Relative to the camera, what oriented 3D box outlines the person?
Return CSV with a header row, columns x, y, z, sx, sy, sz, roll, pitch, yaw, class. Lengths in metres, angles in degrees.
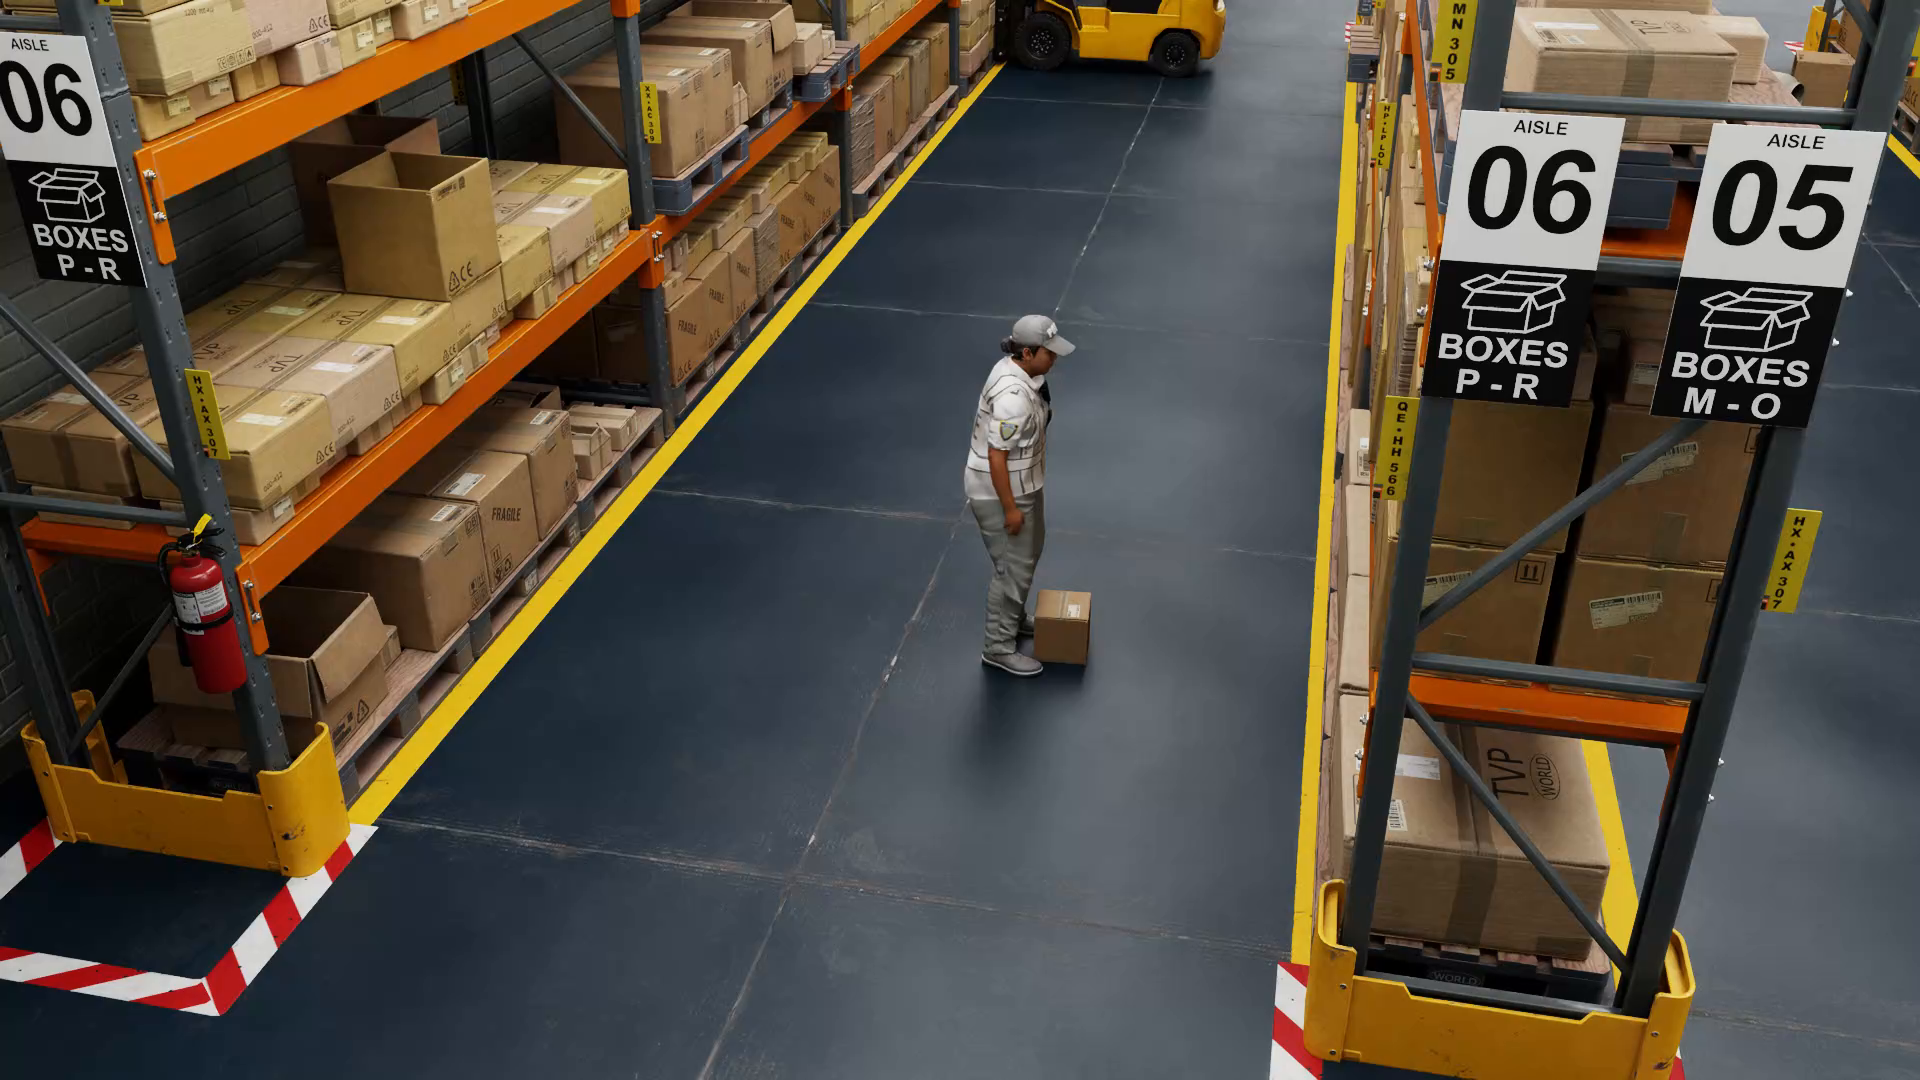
x,y,z,sx,sy,sz,roll,pitch,yaw,class
0.261,-0.227,7.528,0.467,1.665,0.538,5,29,9,person
